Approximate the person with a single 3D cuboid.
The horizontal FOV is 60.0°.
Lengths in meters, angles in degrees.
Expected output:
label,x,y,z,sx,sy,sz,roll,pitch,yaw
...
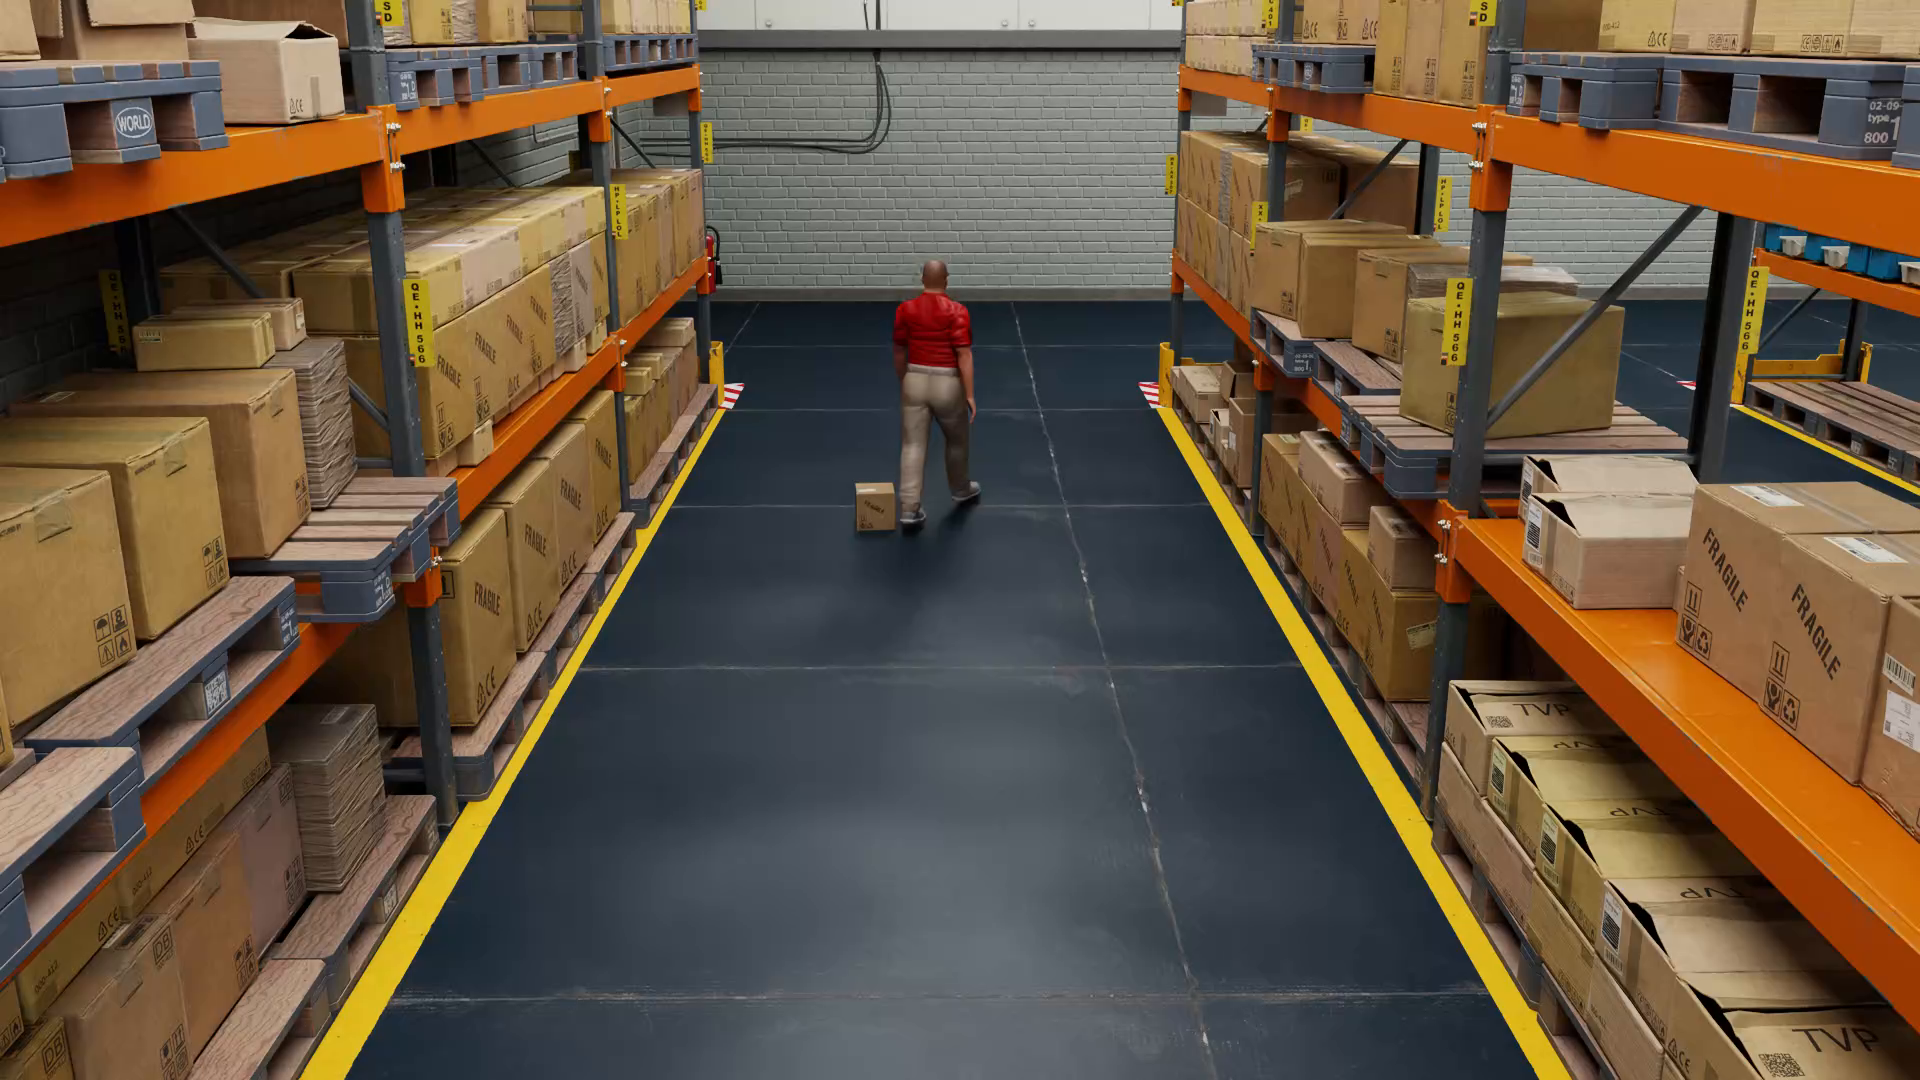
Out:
label,x,y,z,sx,sy,sz,roll,pitch,yaw
person,-0.140,-1.000,10.811,0.602,1.660,1.038,4,17,13
